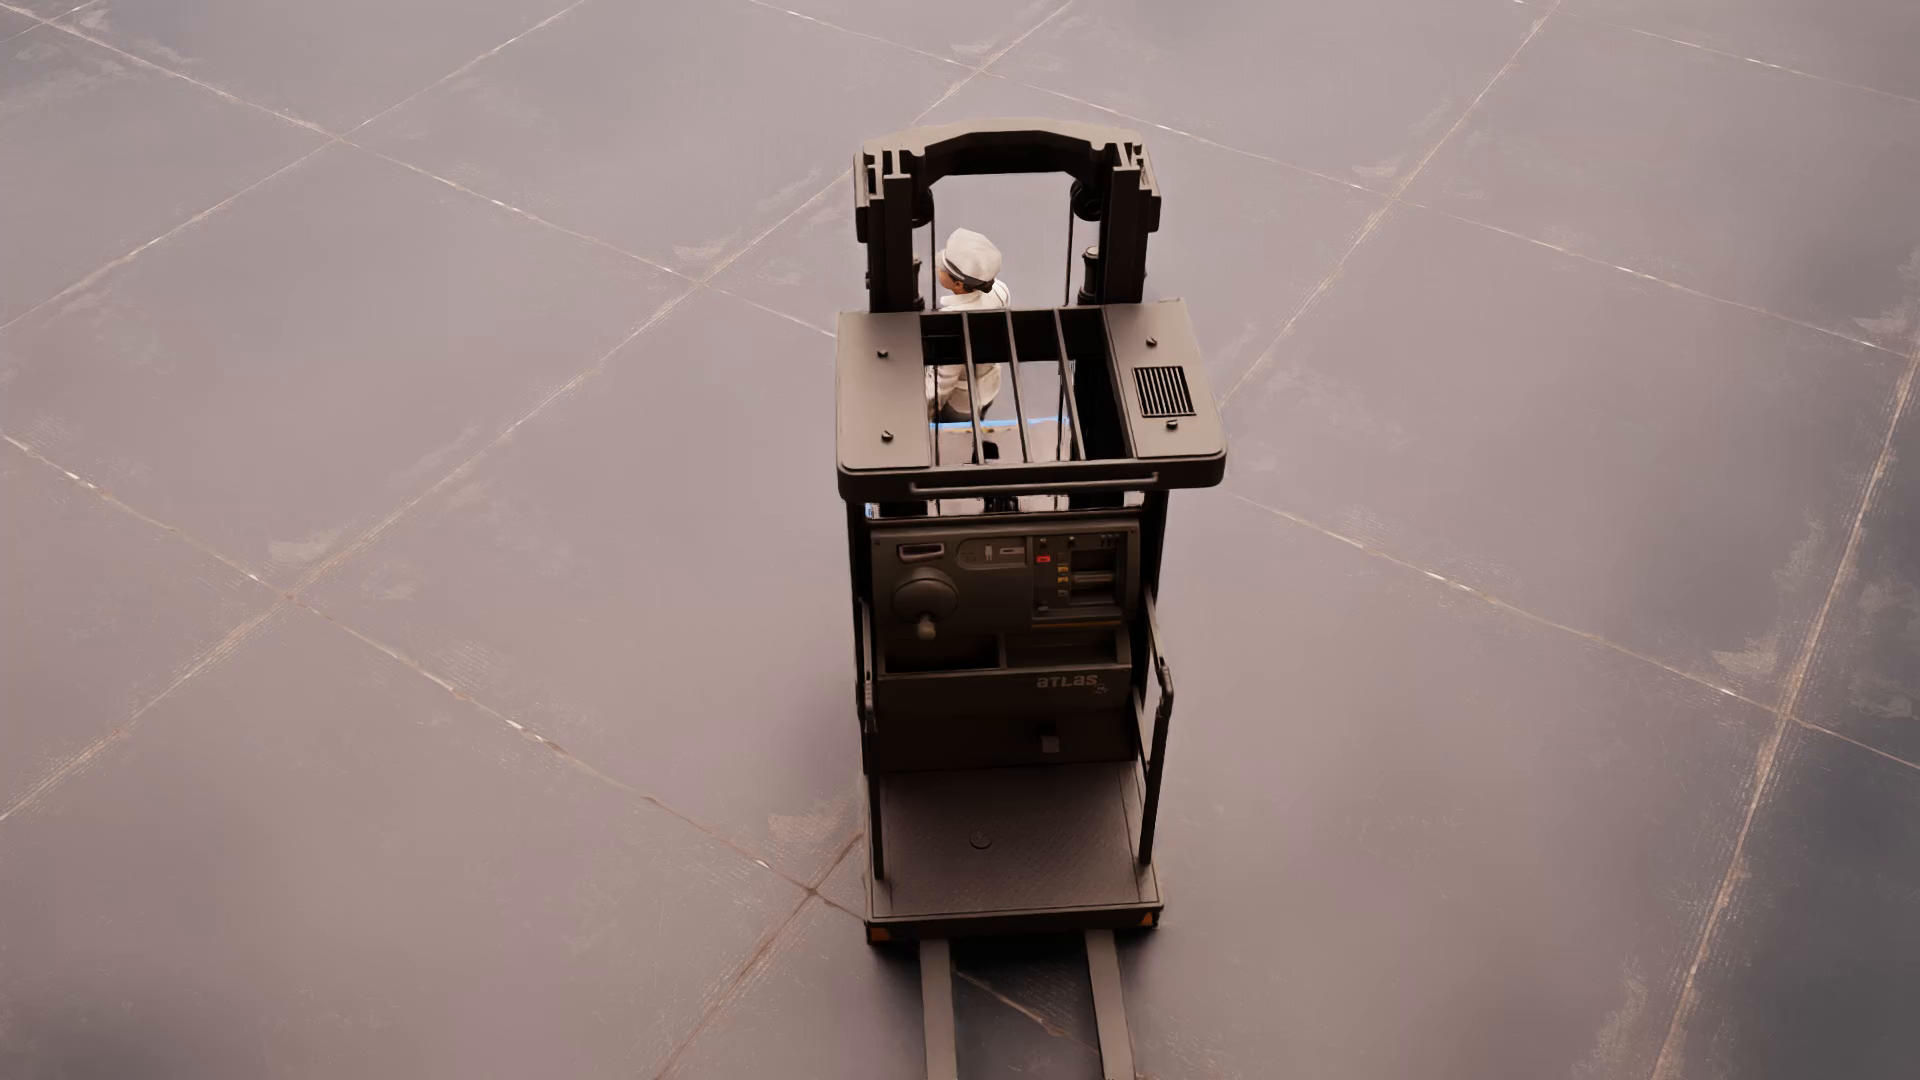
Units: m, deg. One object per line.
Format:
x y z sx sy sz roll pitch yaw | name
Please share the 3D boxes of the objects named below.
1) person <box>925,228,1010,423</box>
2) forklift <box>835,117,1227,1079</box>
-0.054 -0.677 7.396 0.529 1.691 0.586 24 48 23 | person
0.176 0.227 5.610 1.130 2.935 3.031 -3 44 -3 | forklift
